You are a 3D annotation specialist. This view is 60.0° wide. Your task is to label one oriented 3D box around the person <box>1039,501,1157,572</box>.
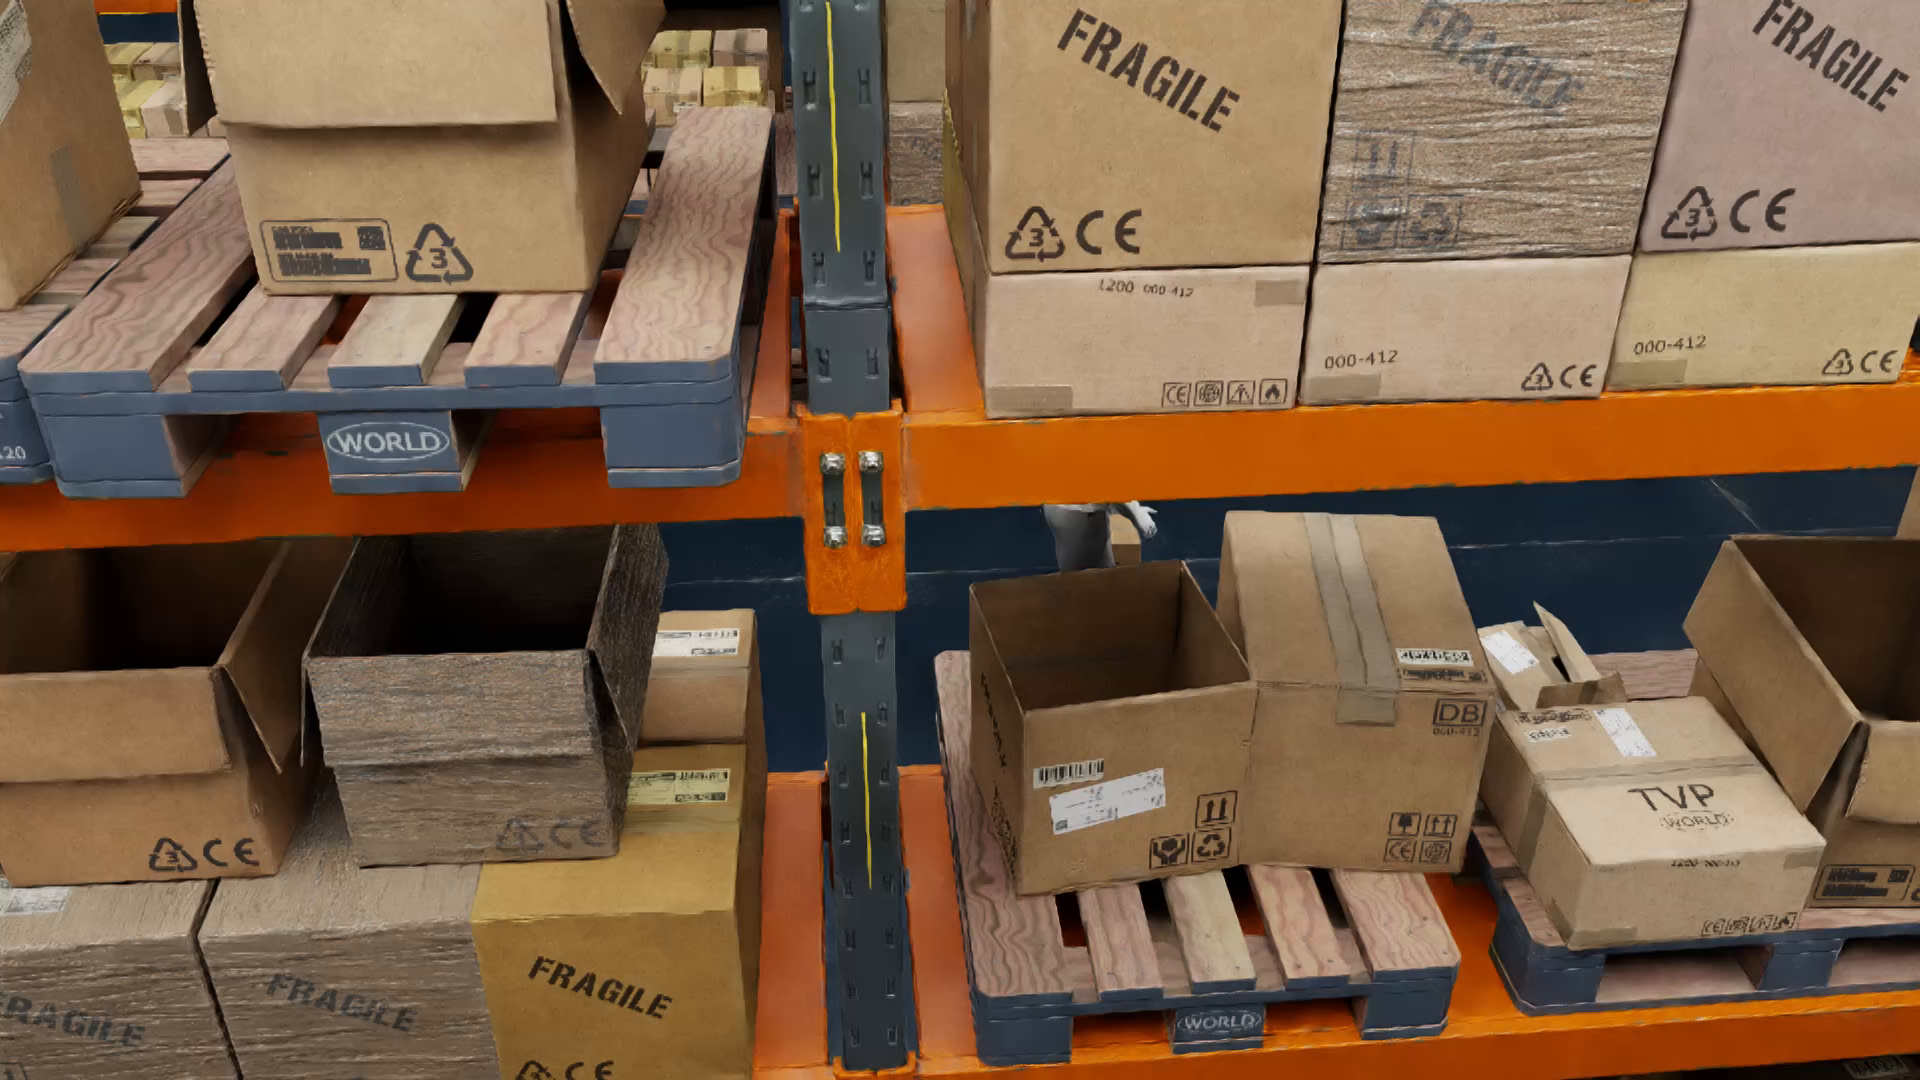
[{"bbox_3d":[0.515,-0.120,6.344,0.468,1.753,0.513,-4,32,-7],"label":"person"}]
